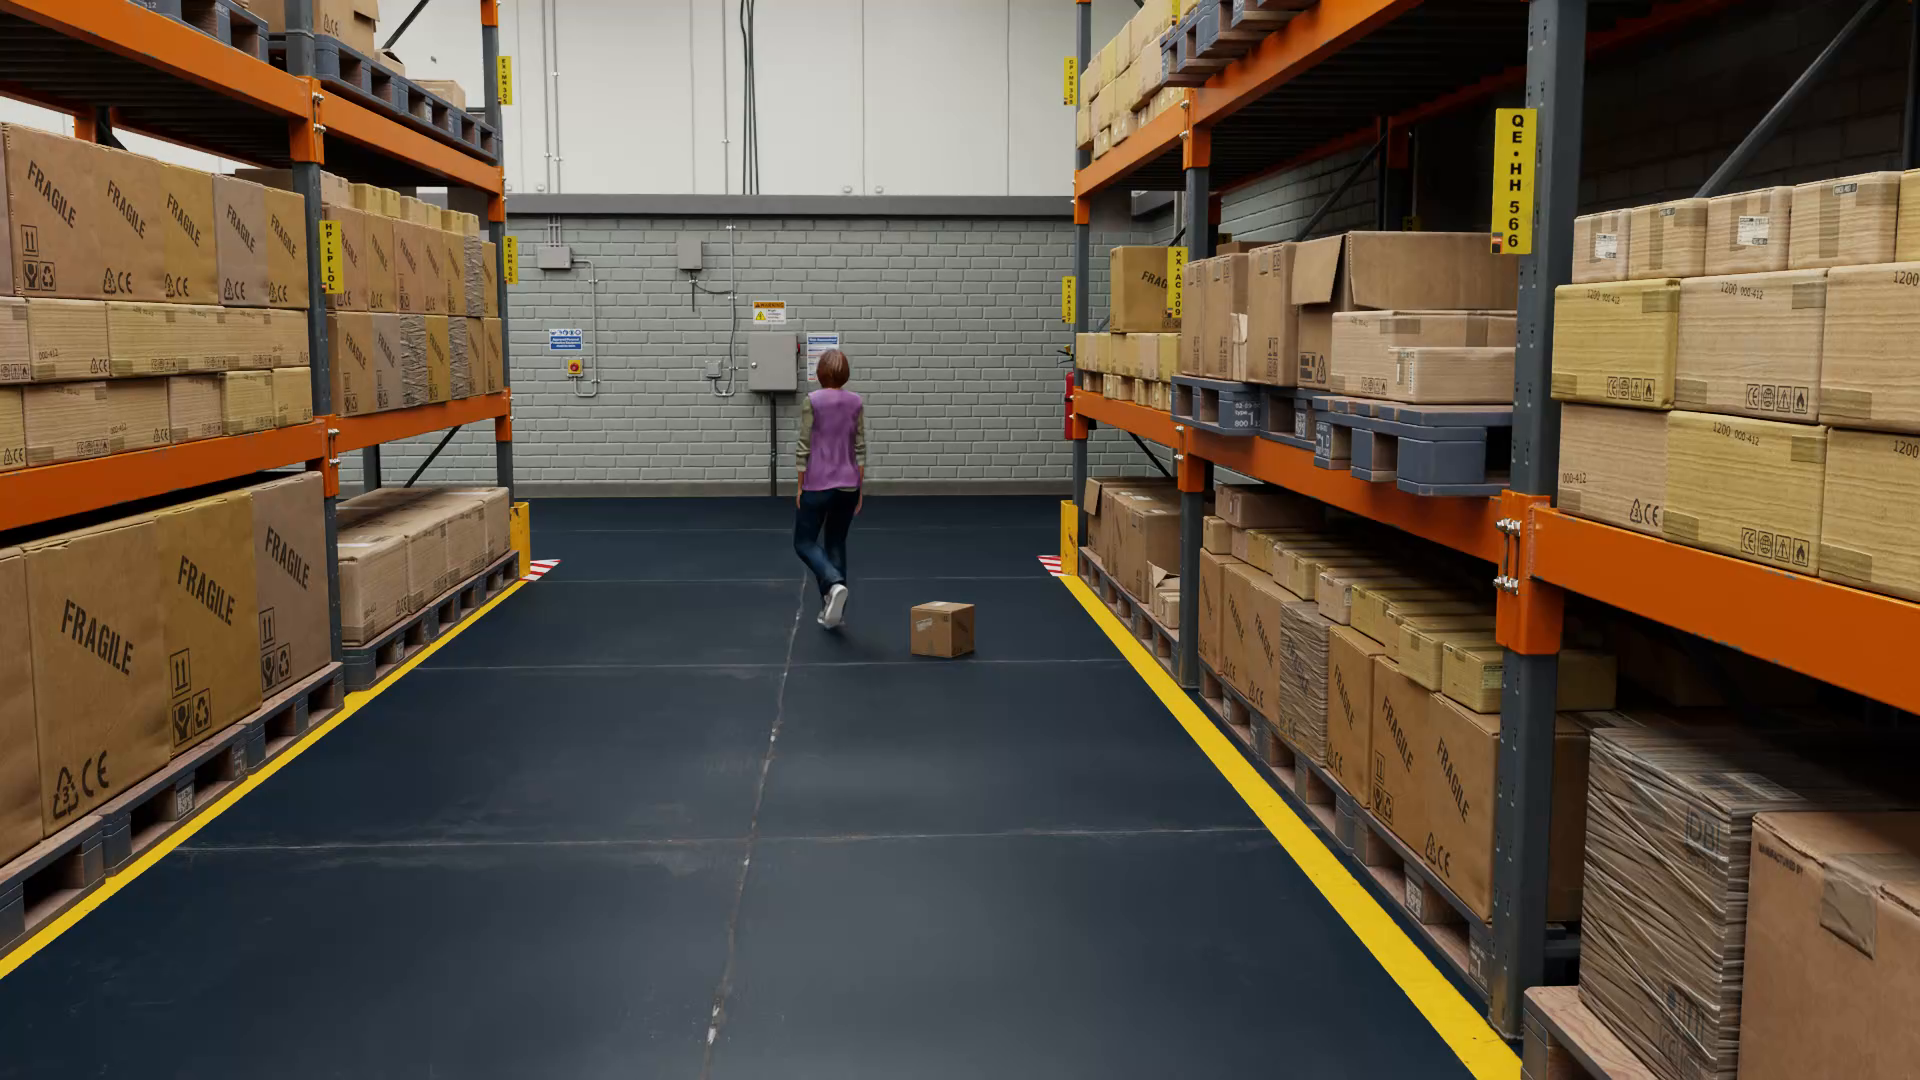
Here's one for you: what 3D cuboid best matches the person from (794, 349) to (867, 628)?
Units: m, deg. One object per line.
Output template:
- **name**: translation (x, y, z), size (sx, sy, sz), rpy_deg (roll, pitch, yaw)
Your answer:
- **person**: translation (-0.708, -0.278, 9.362), size (0.413, 1.586, 0.568), rpy_deg (-4, 8, -29)
